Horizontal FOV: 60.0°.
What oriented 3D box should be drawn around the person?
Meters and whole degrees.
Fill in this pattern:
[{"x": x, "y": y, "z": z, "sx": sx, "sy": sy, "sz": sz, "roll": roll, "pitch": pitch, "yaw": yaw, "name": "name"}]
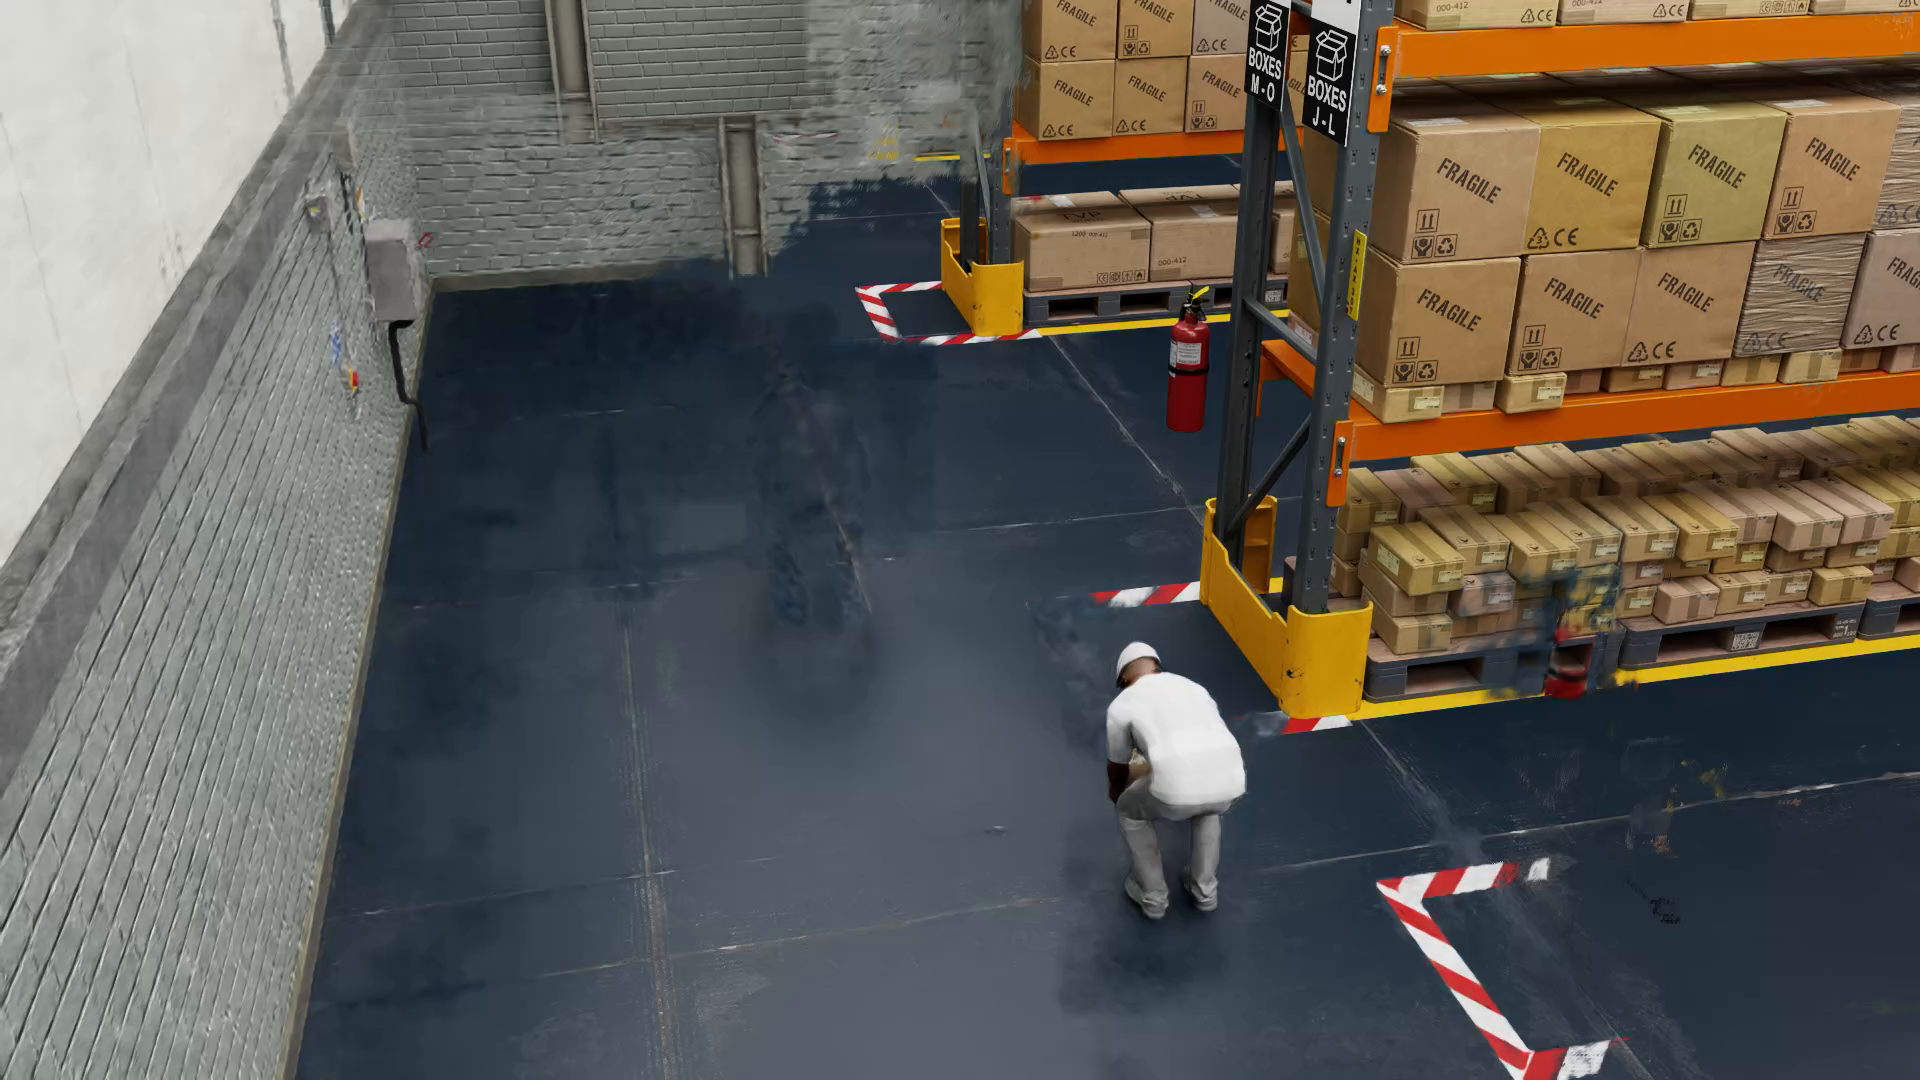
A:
[{"x": -0.717, "y": -0.207, "z": 7.782, "sx": 0.511, "sy": 1.068, "sz": 0.966, "roll": -7, "pitch": 27, "yaw": -14, "name": "person"}]
